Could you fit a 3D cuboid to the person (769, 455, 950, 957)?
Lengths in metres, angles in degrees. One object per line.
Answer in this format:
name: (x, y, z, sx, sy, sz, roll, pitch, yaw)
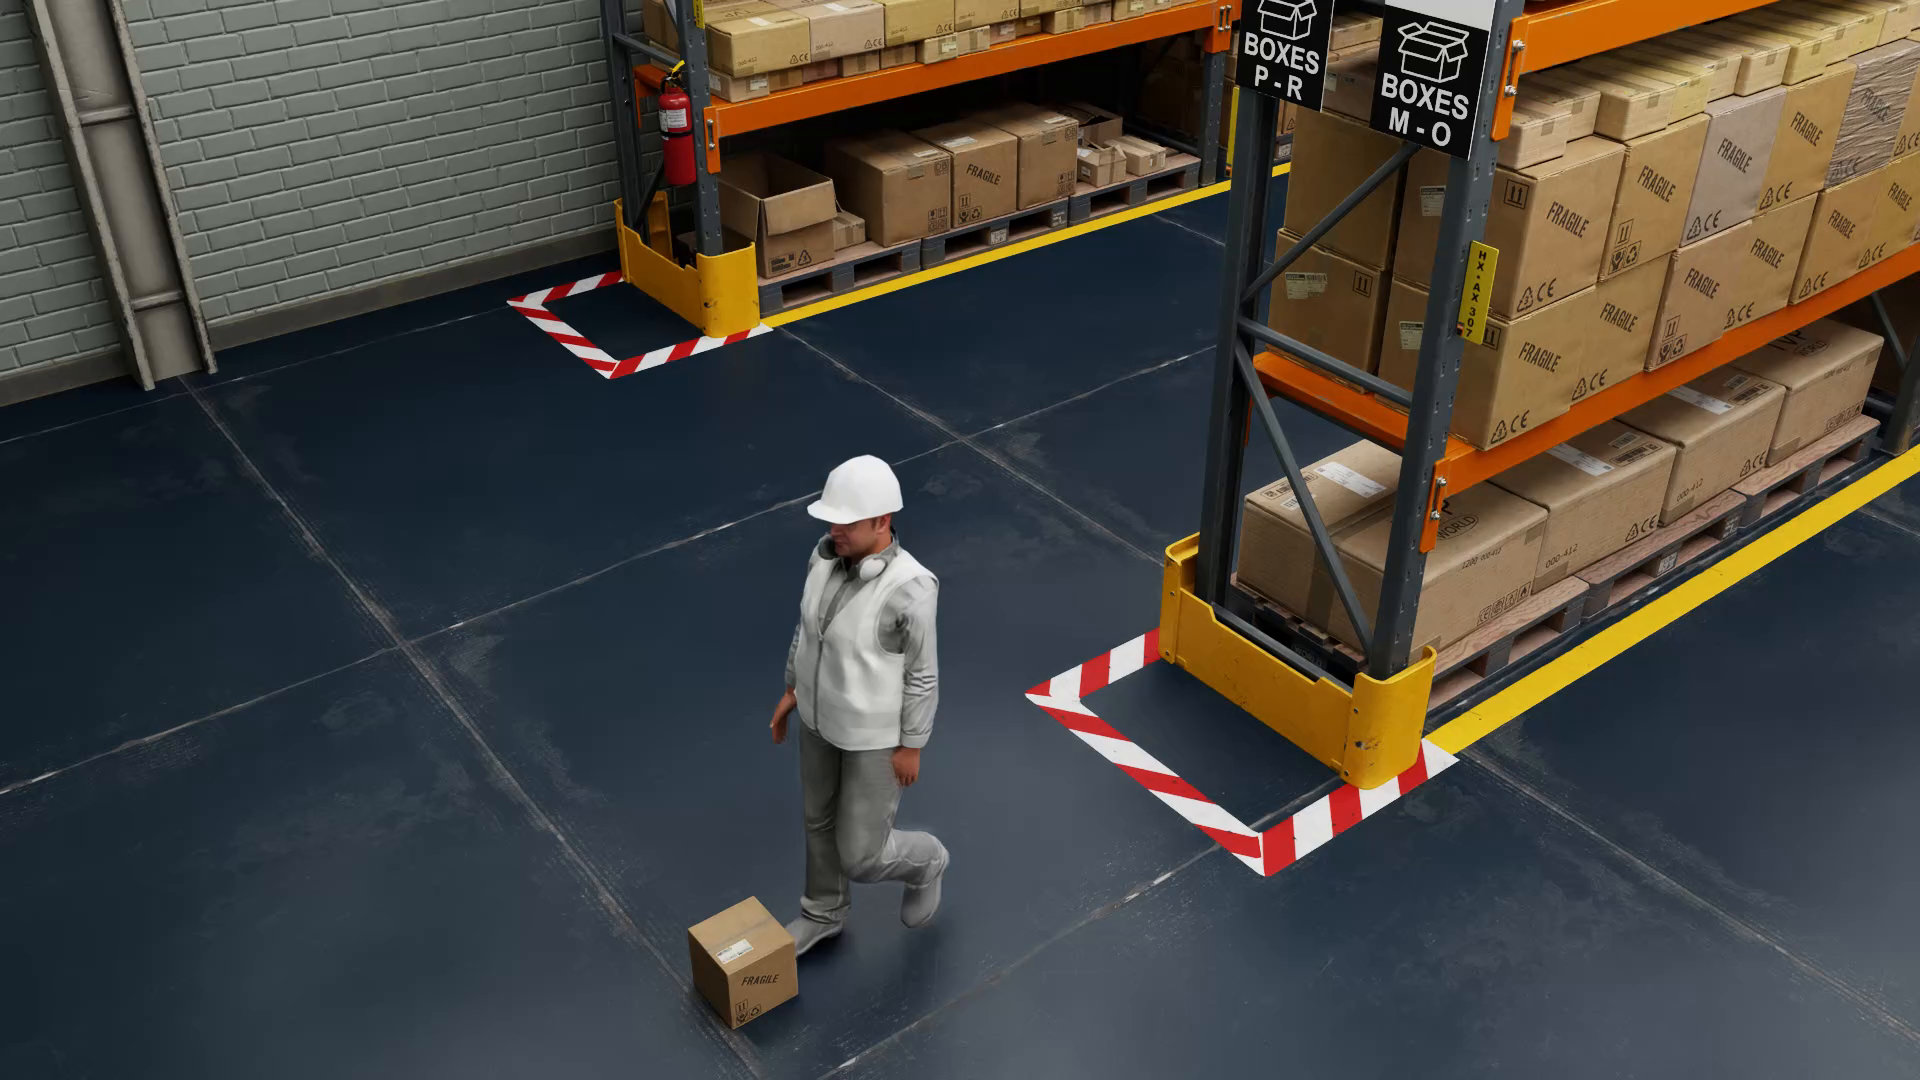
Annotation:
person: (-0.354, 0.570, 5.179, 0.630, 1.763, 0.564, -26, 40, -35)
